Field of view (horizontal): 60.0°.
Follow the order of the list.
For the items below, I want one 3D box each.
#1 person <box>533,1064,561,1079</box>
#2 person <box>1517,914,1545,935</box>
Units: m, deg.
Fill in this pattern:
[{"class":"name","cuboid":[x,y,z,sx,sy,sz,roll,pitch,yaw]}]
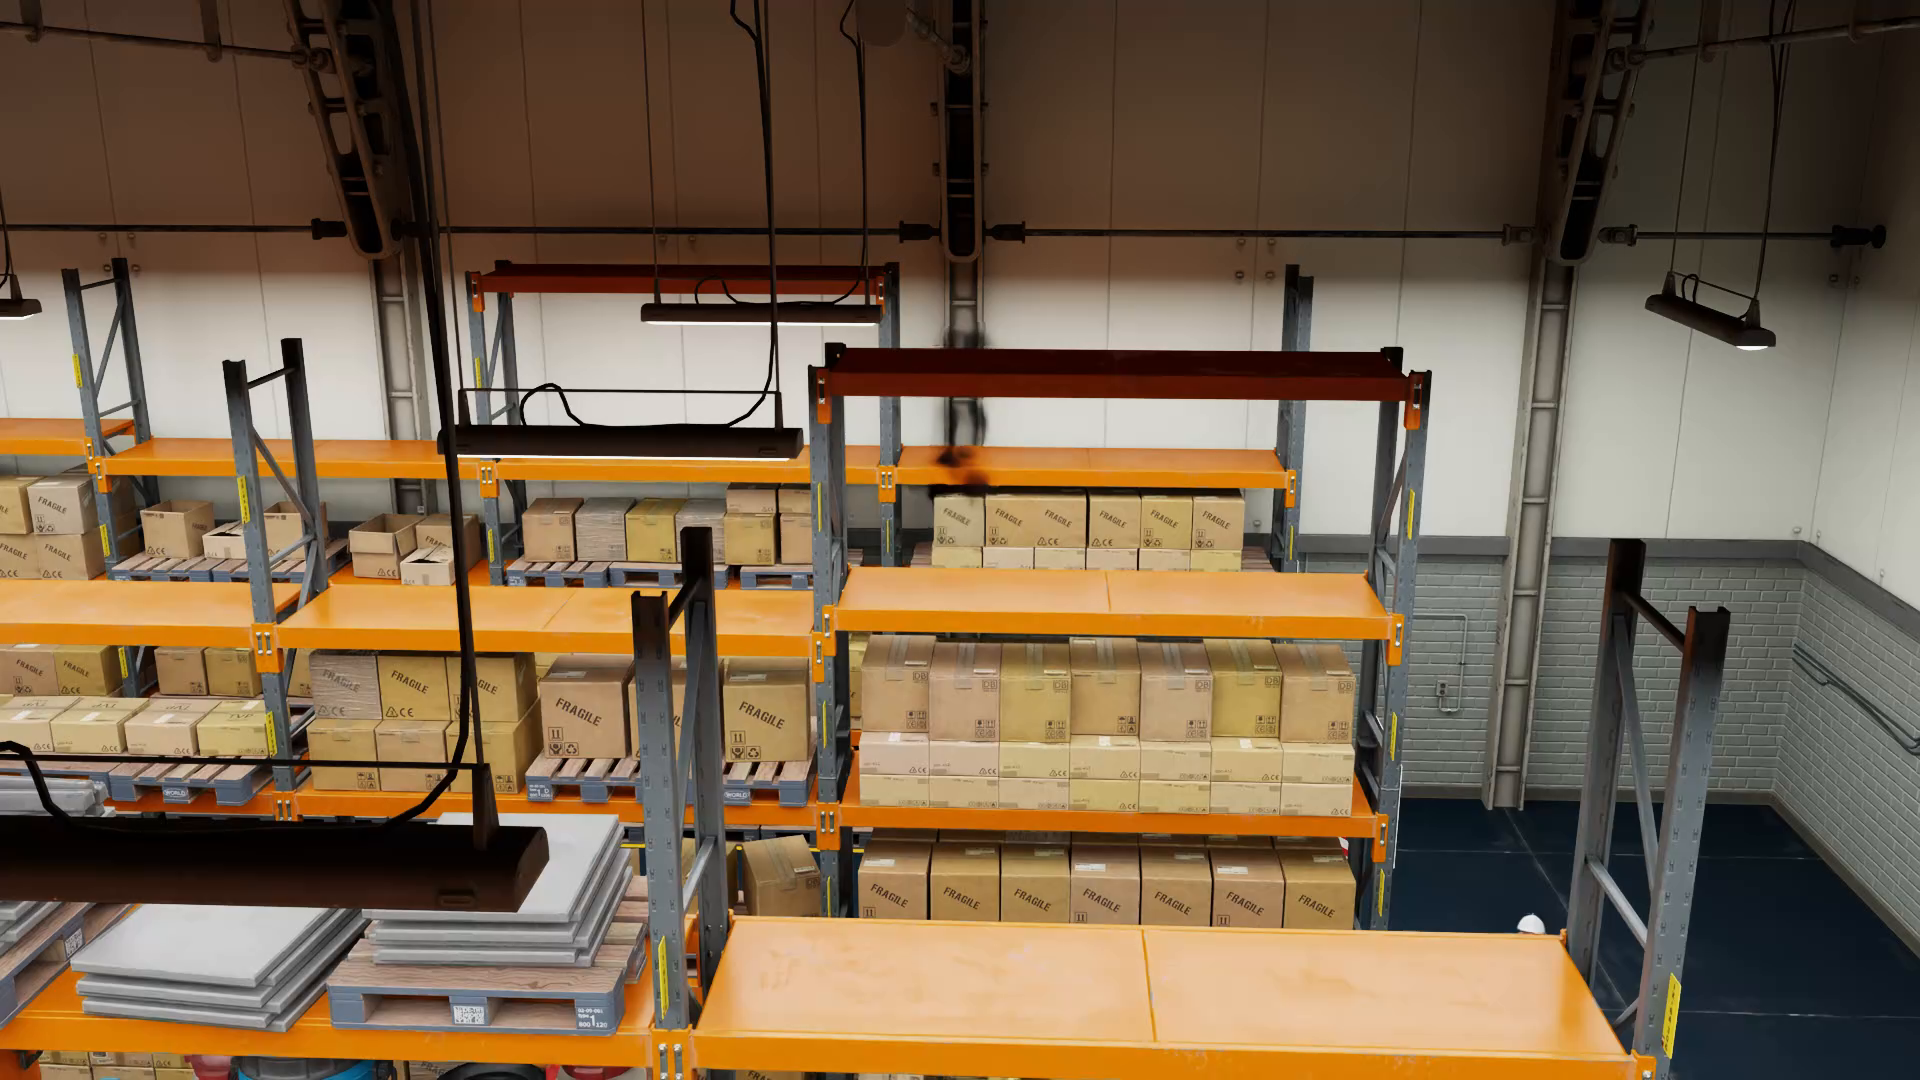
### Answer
[{"class":"person","cuboid":[-2.546,4.156,11.410,0.802,1.671,0.646,-1,16,-2]},{"class":"person","cuboid":[4.311,3.670,12.791,0.656,1.739,0.662,6,17,18]}]
